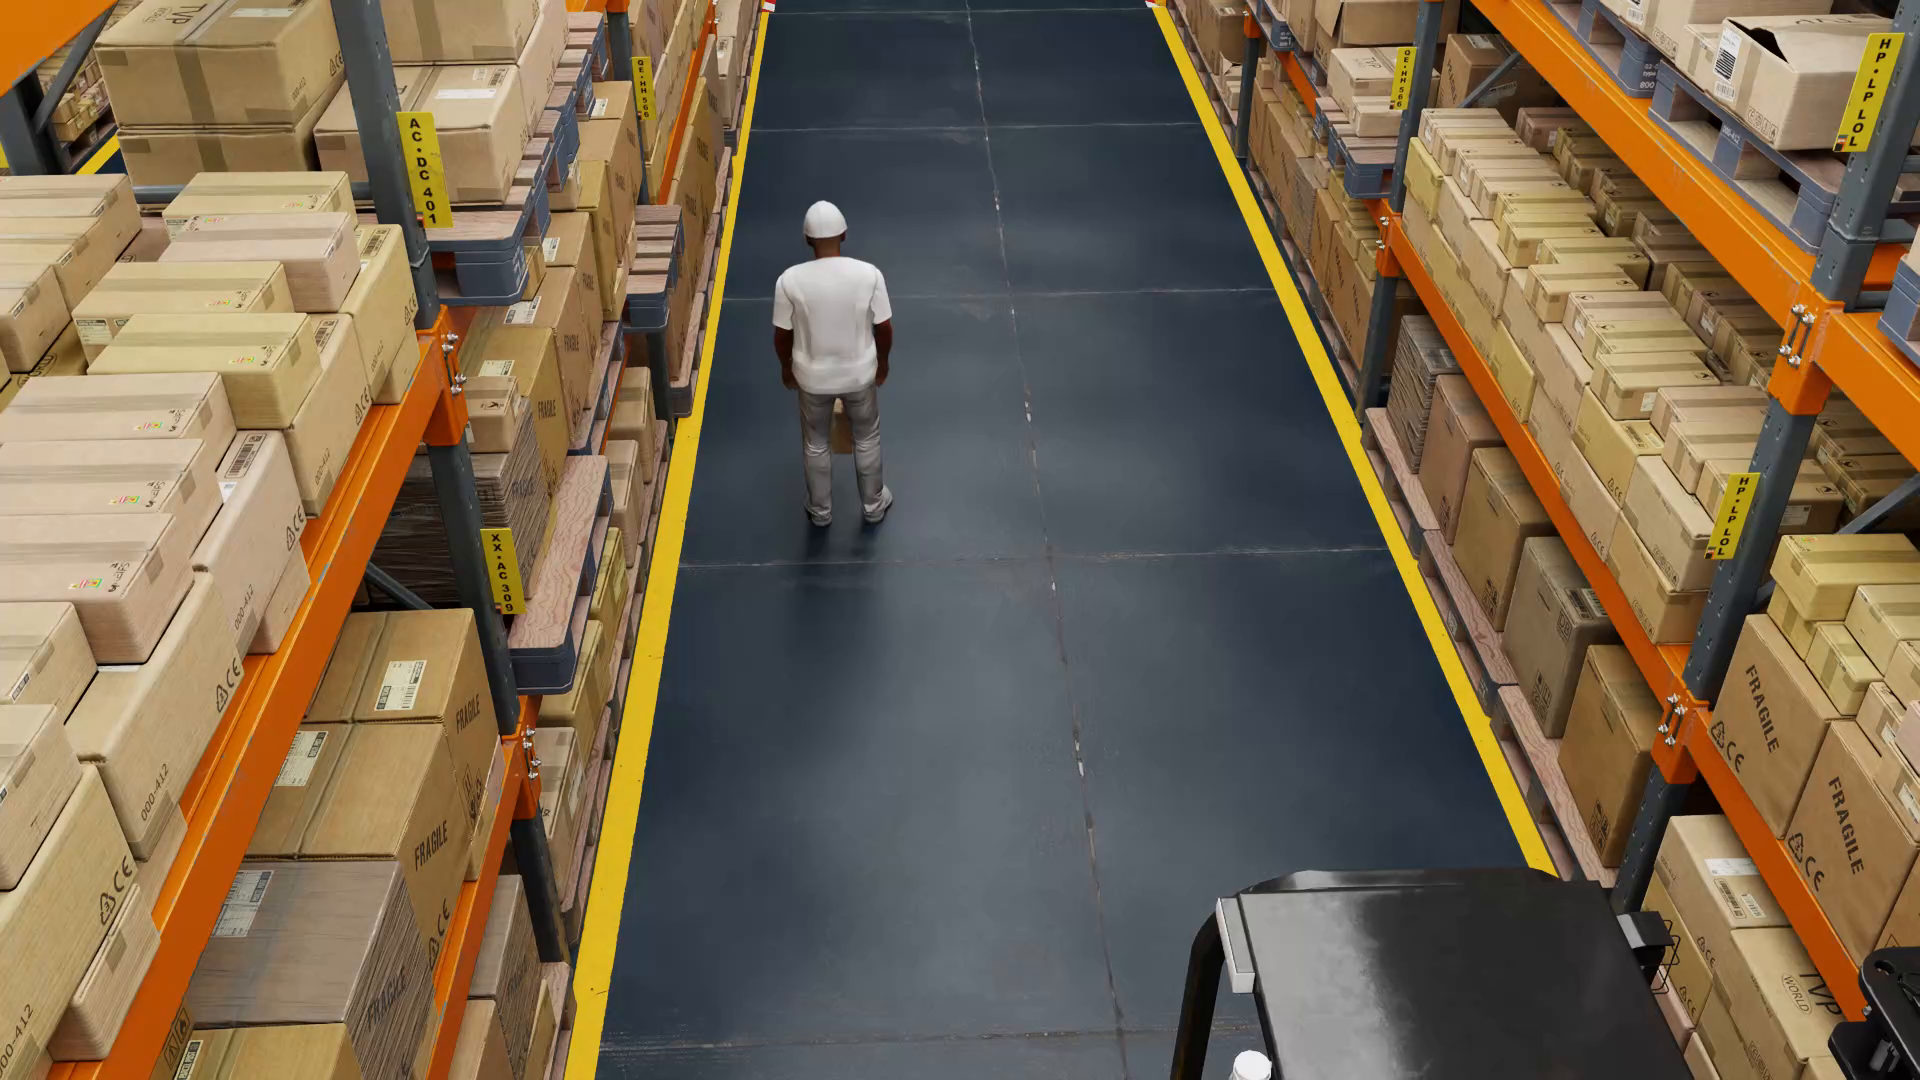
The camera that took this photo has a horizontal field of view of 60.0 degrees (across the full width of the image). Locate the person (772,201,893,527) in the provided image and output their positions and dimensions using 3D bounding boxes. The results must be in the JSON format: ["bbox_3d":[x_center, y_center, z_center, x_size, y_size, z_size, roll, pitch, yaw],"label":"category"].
[{"bbox_3d":[-0.631,-0.859,8.402,0.595,1.764,0.435,-3,35,-5],"label":"person"}]
